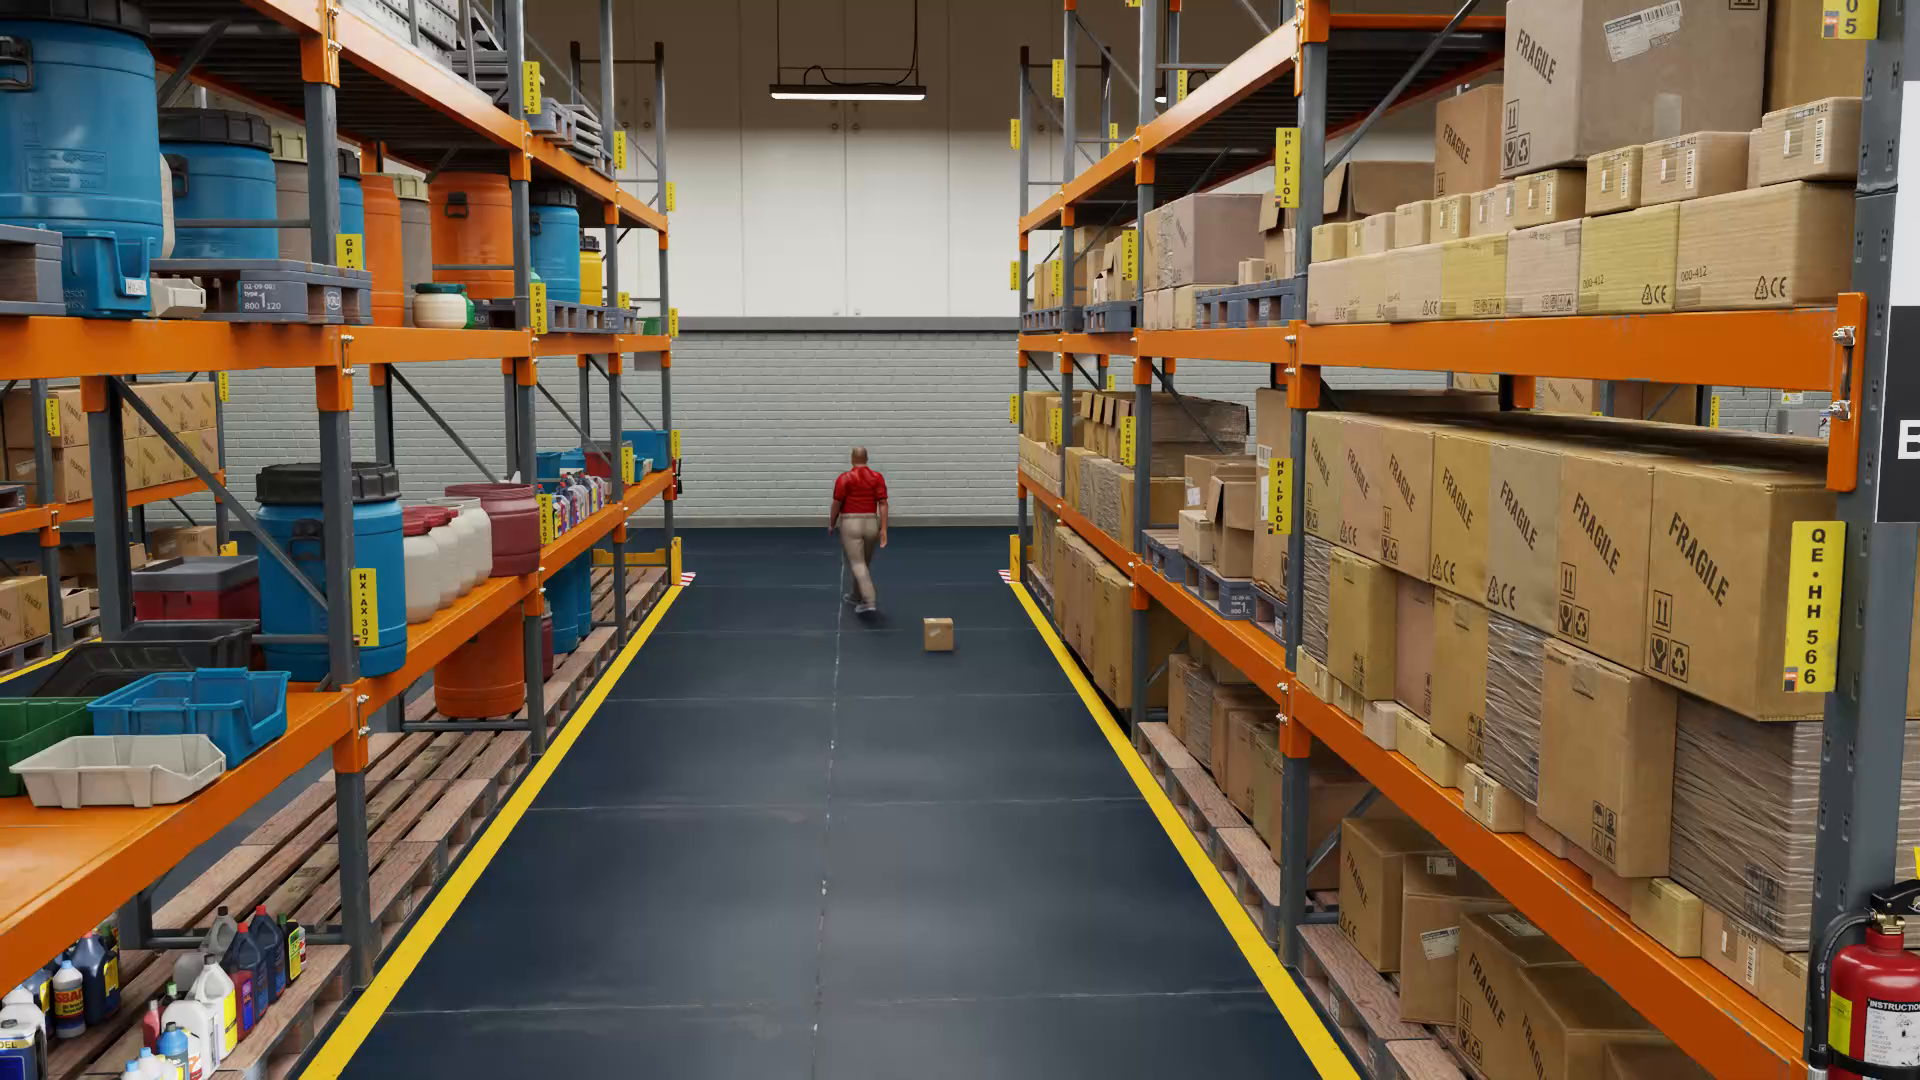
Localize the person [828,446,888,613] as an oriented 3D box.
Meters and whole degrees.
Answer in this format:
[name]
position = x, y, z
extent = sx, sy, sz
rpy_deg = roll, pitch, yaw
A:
[person]
position = -1.047, -0.123, 16.784
extent = 0.544, 1.663, 1.060
rpy_deg = -4, 8, -28
